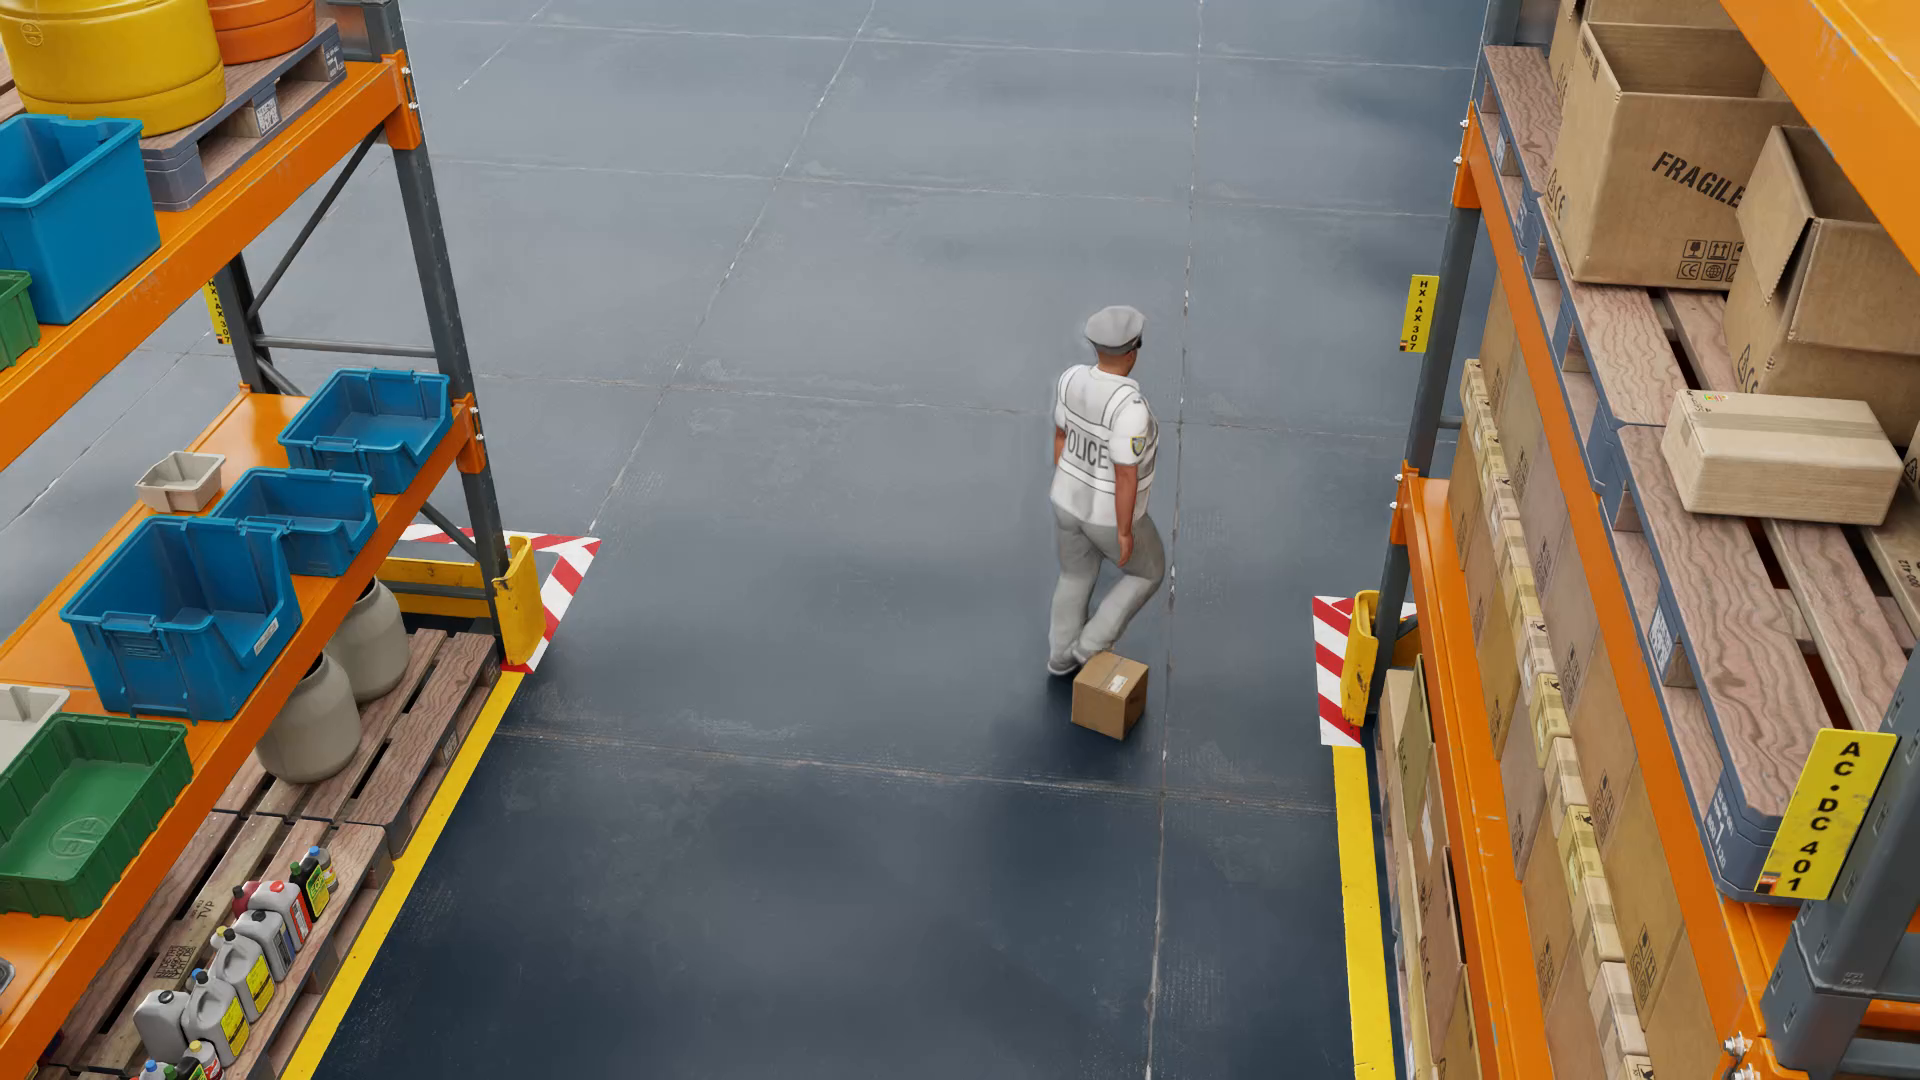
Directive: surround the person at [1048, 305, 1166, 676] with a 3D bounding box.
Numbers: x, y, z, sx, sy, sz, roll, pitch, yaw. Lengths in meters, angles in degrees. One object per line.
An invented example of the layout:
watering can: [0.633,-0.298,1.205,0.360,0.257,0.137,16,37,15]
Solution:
person: [0.608,-0.164,7.226,0.474,1.747,0.577,-27,44,-32]
